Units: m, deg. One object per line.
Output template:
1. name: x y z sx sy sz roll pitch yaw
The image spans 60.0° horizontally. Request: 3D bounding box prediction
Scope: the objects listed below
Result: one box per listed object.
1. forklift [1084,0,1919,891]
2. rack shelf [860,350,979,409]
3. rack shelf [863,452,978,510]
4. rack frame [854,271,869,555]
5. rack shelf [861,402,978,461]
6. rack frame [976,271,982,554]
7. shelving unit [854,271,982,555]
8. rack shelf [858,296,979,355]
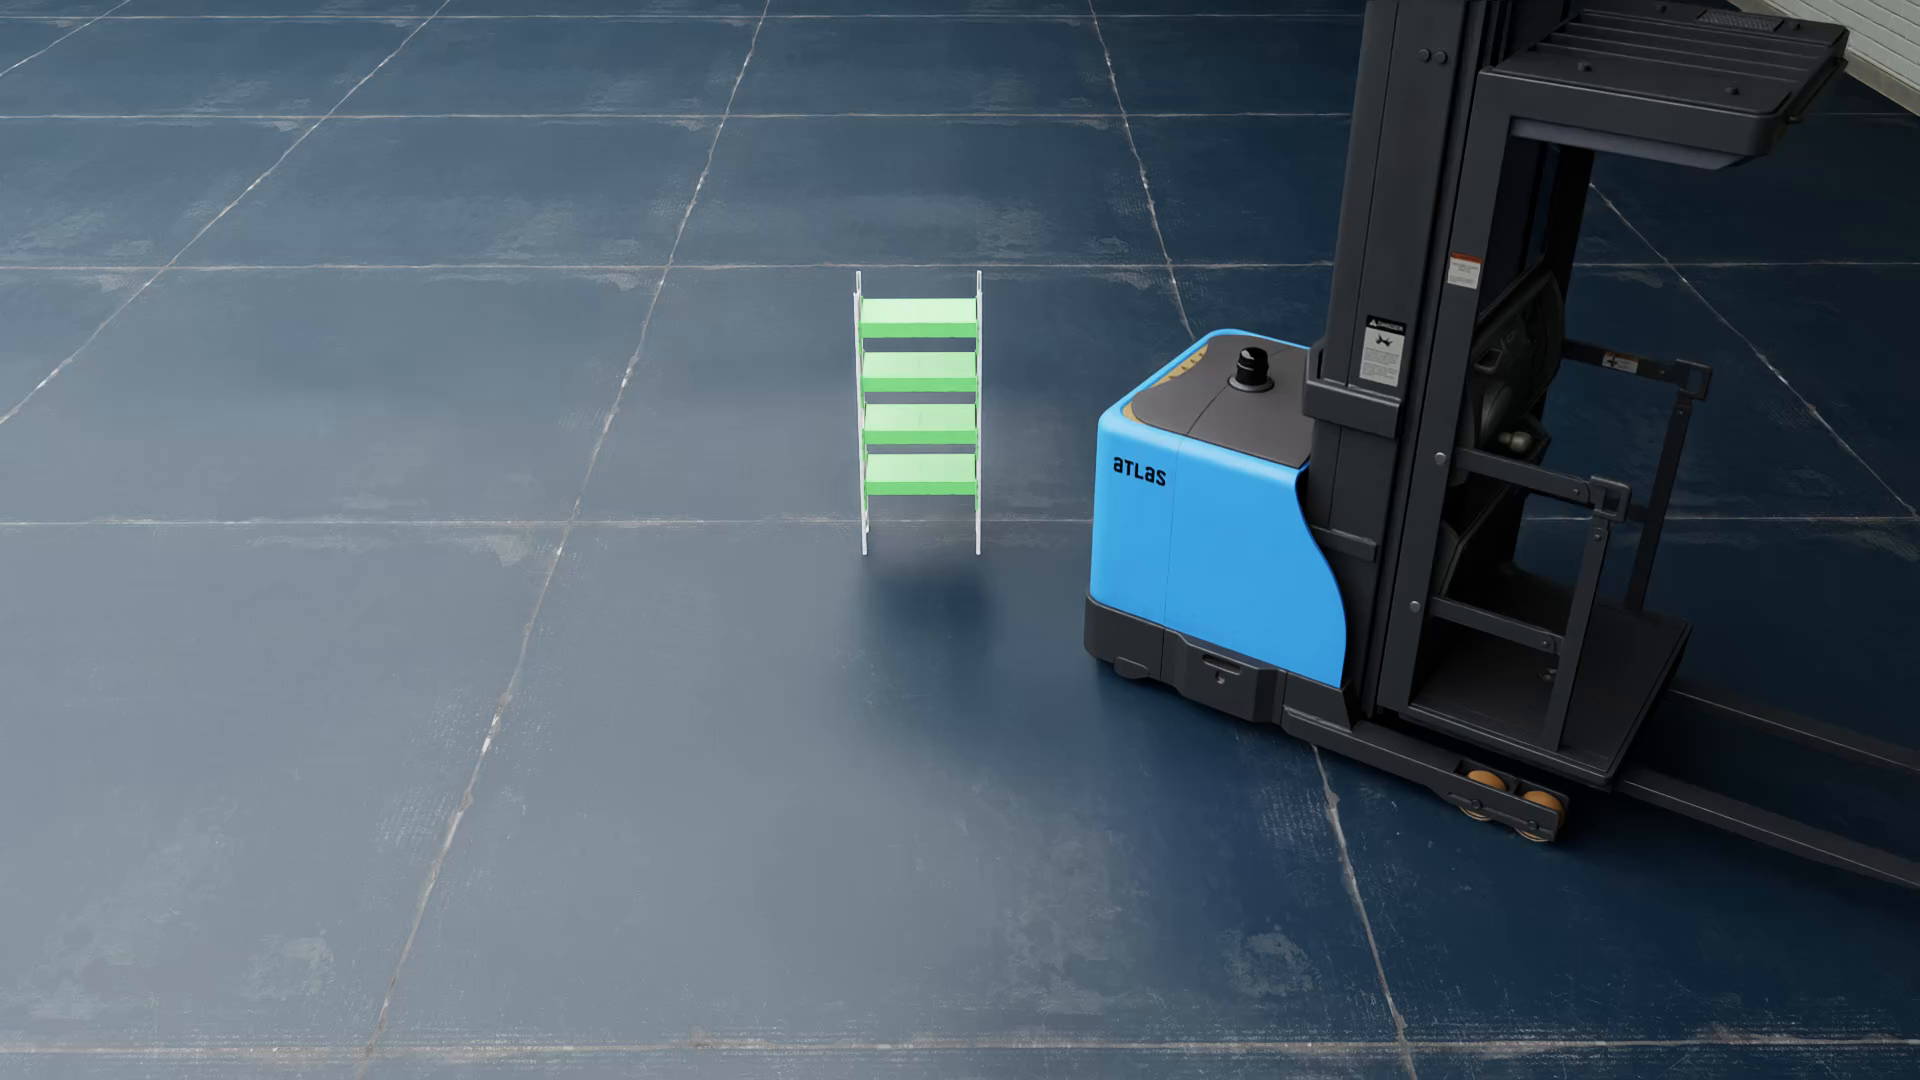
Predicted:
1. forklift: 1.985 -0.556 5.341 3.031 2.935 1.130 19 36 29
2. rack shelf: -0.166 -0.663 6.847 0.480 0.148 0.258 0 31 0
3. rack shelf: -0.166 -0.253 7.096 0.480 0.148 0.258 0 31 0
4. rack frame: -0.410 -0.512 6.937 0.015 1.200 0.240 0 31 0
5. rack shelf: -0.166 -0.458 6.971 0.480 0.148 0.258 0 31 0
6. rack frame: 0.078 -0.513 6.939 0.015 1.200 0.240 0 31 0
7. shelving unit: -0.166 -0.512 6.938 0.503 1.200 0.258 0 31 0
8. rack shelf: -0.166 -0.868 6.722 0.480 0.148 0.258 0 31 0
